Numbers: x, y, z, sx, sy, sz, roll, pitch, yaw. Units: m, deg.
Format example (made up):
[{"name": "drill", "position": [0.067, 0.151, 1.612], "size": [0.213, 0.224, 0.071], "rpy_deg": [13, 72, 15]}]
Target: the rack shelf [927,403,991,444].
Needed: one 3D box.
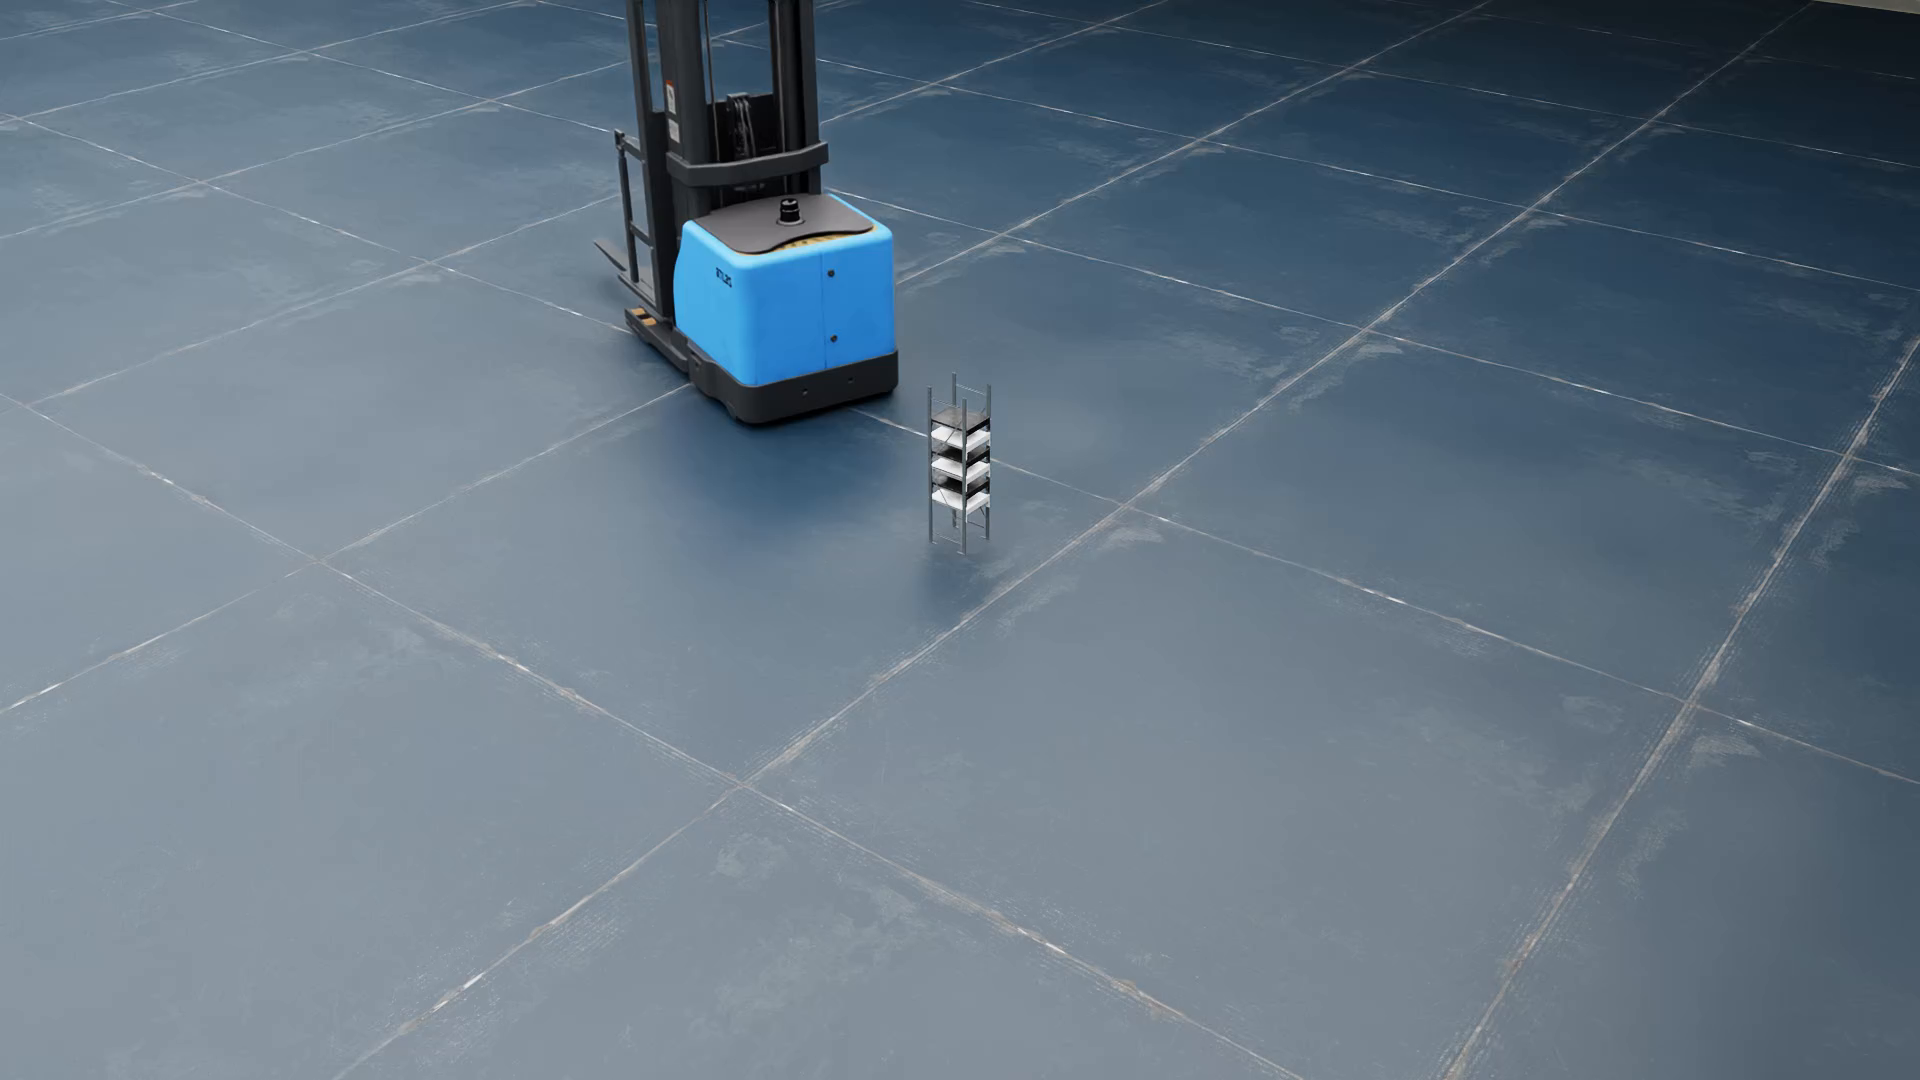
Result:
[{"name": "rack shelf", "position": [-0.005, -0.587, 8.394], "size": [0.258, 0.077, 0.200], "rpy_deg": [21, 37, 31]}]

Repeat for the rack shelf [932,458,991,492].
[{"name": "rack shelf", "position": [-0.005, -0.355, 8.532], "size": [0.258, 0.077, 0.200], "rpy_deg": [21, 37, 31]}]

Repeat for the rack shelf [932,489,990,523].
[{"name": "rack shelf", "position": [-0.005, -0.200, 8.624], "size": [0.258, 0.077, 0.200], "rpy_deg": [21, 37, 31]}]

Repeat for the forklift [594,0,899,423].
[{"name": "forklift", "position": [-1.569, -2.662, 10.366], "size": [1.130, 2.935, 3.031], "rpy_deg": [-17, 35, -26]}]

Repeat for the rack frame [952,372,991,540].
[{"name": "rack frame", "position": [0.056, -0.425, 8.585], "size": [0.240, 0.900, 0.006], "rpy_deg": [21, 37, 31]}]

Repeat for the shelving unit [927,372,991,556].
[{"name": "shelving unit", "position": [-0.005, -0.384, 8.515], "size": [0.258, 0.900, 0.210], "rpy_deg": [21, 37, 31]}]

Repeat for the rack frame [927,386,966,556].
[{"name": "rack frame", "position": [-0.066, -0.342, 8.445], "size": [0.240, 0.900, 0.006], "rpy_deg": [21, 37, 31]}]

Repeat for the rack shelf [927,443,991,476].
[{"name": "rack shelf", "position": [-0.005, -0.433, 8.486], "size": [0.258, 0.077, 0.200], "rpy_deg": [21, 37, 31]}]

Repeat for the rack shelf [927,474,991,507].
[{"name": "rack shelf", "position": [-0.005, -0.278, 8.578], "size": [0.258, 0.077, 0.200], "rpy_deg": [21, 37, 31]}]

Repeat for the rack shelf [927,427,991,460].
[{"name": "rack shelf", "position": [-0.005, -0.510, 8.440], "size": [0.258, 0.077, 0.200], "rpy_deg": [21, 37, 31]}]
